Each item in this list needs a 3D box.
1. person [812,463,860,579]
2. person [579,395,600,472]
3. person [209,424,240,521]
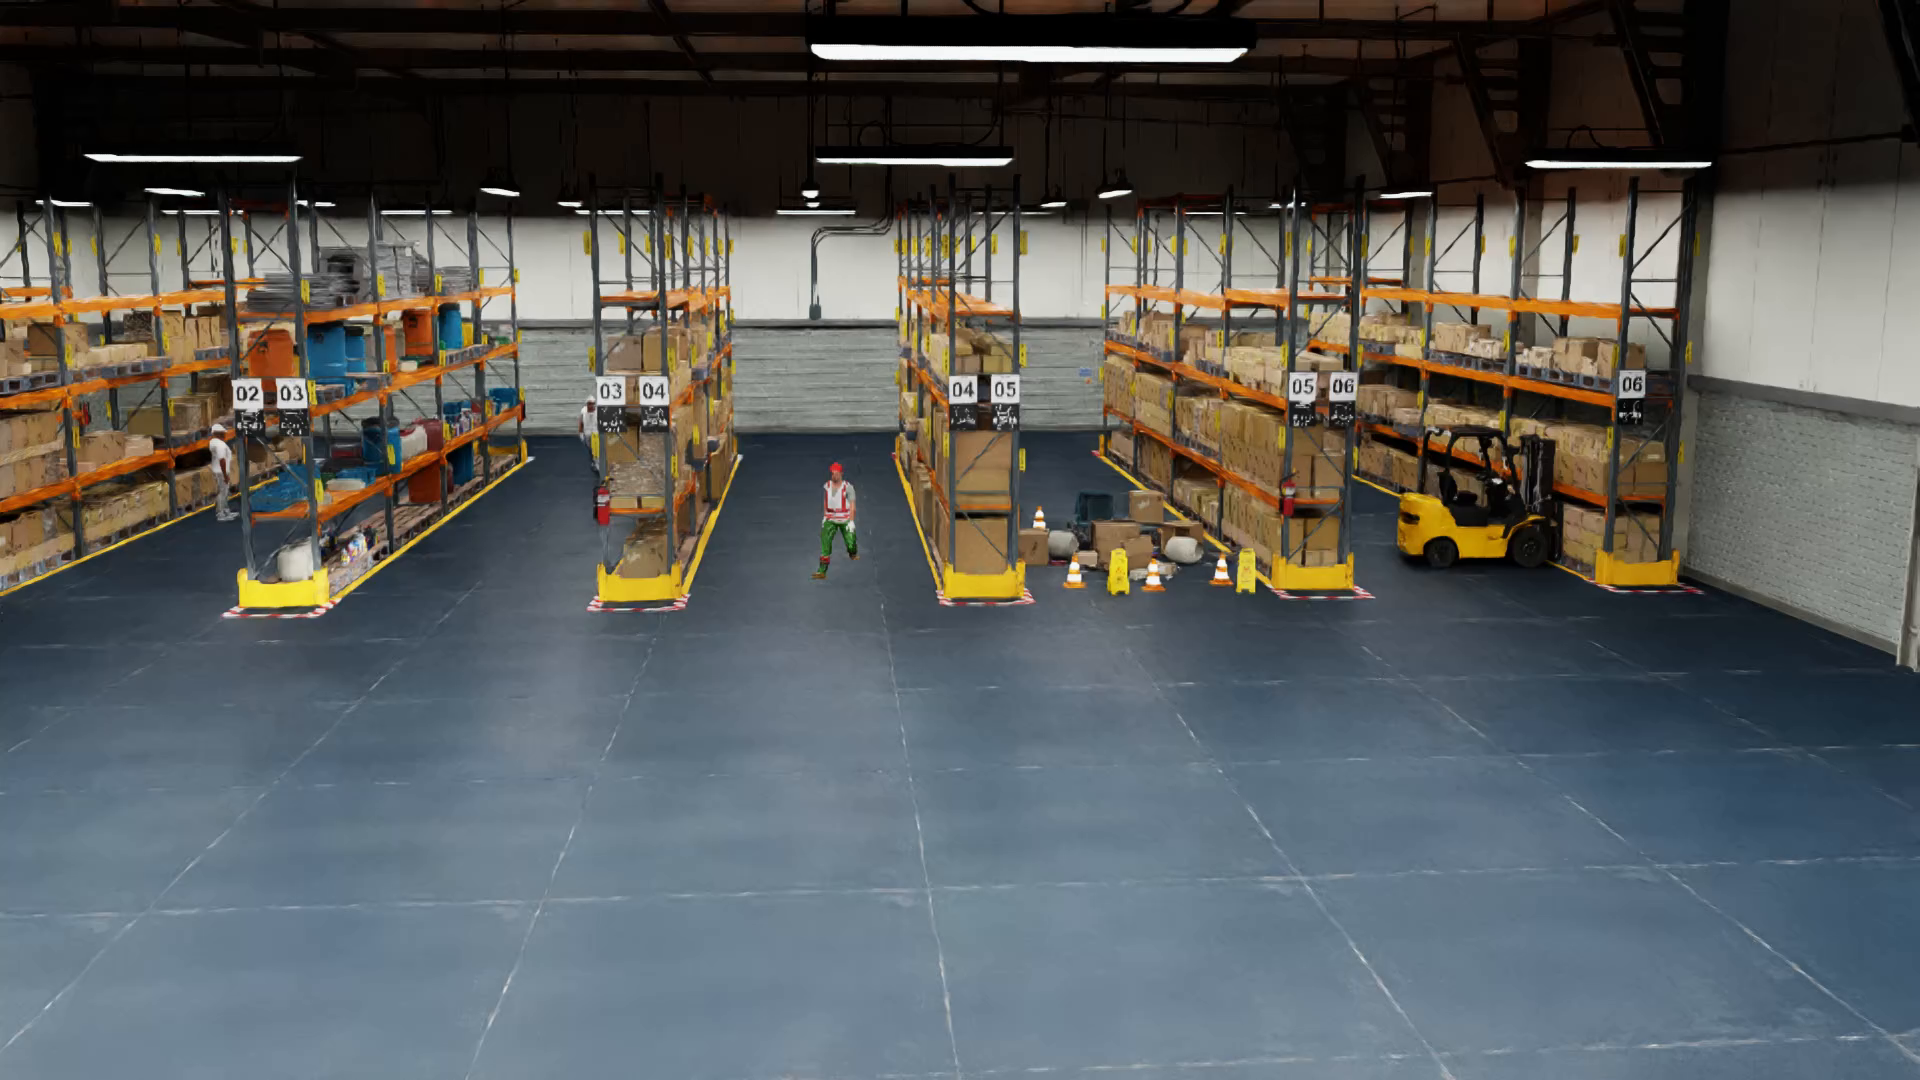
[{"bbox_3d":[-1.849,-0.298,25.030,0.600,1.750,0.962,3,11,18],"label":"person"},{"bbox_3d":[-8.276,-2.410,37.364,0.566,1.706,1.122,0,10,-3],"label":"person"},{"bbox_3d":[-13.564,-1.261,30.660,0.453,1.768,0.632,-7,12,-33],"label":"person"}]
